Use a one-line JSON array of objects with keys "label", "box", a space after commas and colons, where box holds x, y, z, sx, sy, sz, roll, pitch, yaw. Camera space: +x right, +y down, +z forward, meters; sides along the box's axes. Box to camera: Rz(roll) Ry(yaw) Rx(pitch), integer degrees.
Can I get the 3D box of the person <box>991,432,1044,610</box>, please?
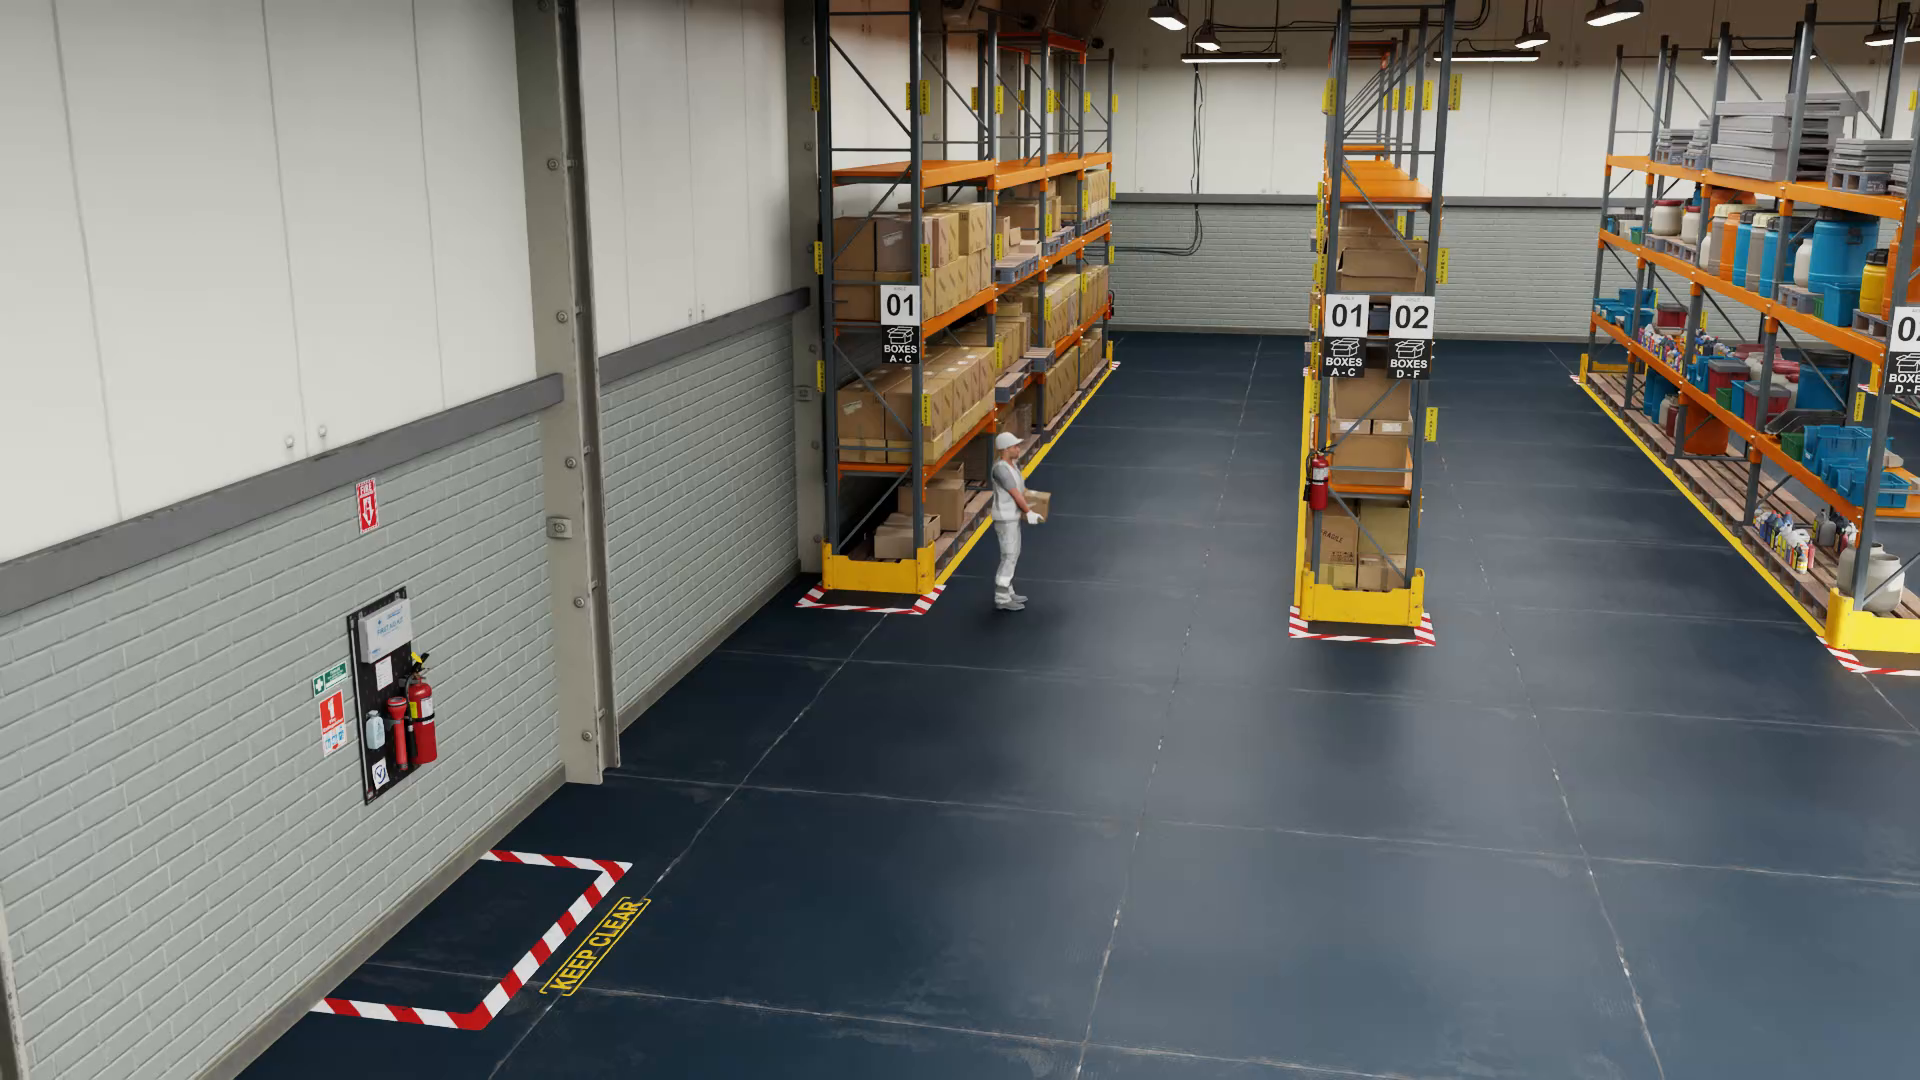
[{"label": "person", "box": [0.589, -0.200, 16.738, 0.549, 1.786, 0.495, 2, 15, 9]}]
